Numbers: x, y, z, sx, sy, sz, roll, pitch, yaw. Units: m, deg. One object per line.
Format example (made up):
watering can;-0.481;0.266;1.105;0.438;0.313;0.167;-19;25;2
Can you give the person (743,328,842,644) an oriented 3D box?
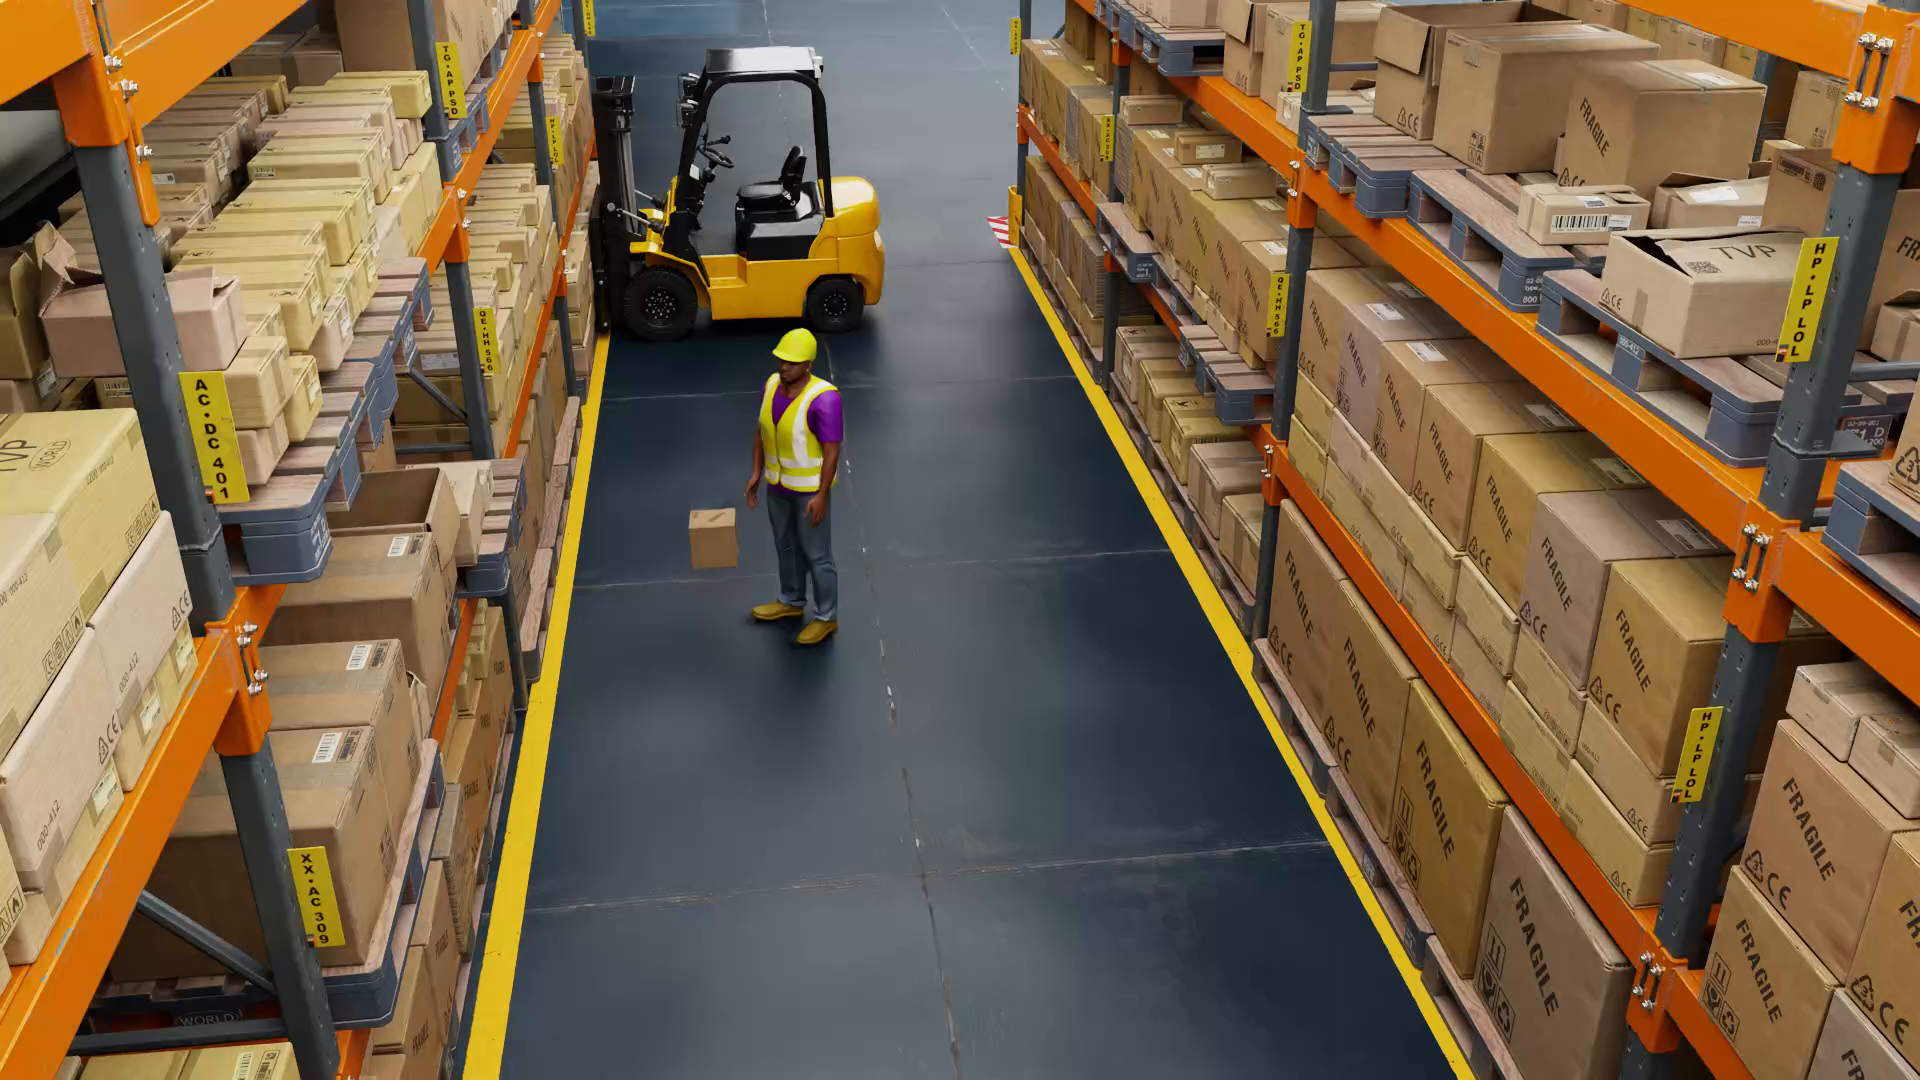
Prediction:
person;-0.903;-0.299;9.126;0.615;1.775;0.414;21;34;35
